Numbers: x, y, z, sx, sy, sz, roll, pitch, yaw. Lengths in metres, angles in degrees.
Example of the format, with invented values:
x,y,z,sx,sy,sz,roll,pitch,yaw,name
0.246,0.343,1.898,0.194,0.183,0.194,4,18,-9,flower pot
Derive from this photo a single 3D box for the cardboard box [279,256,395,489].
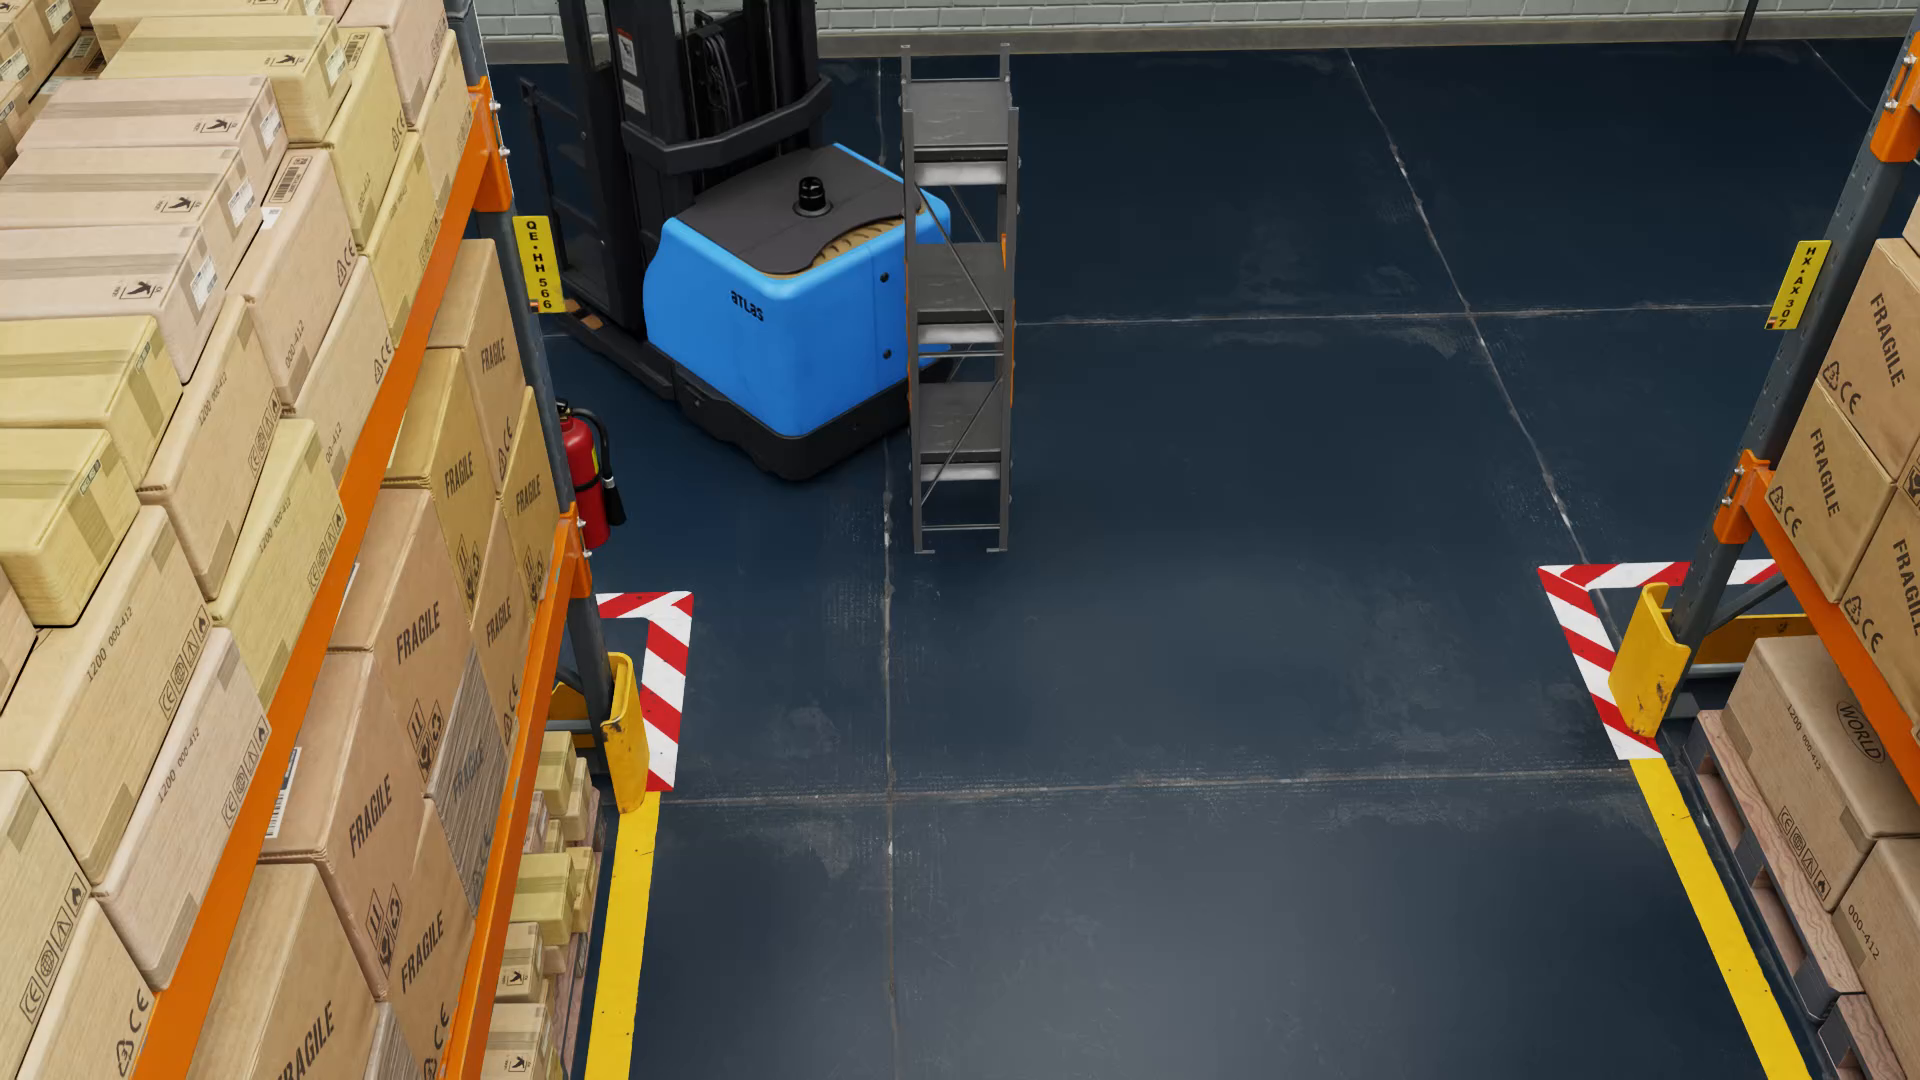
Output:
x,y,z,sx,sy,sz,roll,pitch,yaw,name
-1.449,-0.319,3.269,0.500,0.250,0.500,0,43,0,cardboard box

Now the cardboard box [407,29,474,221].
x,y,z,sx,sy,sz,roll,pitch,yaw,name
-1.486,-0.998,4.010,0.500,0.250,0.500,-2,43,-3,cardboard box

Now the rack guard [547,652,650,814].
x,y,z,sx,sy,sz,roll,pitch,yaw,name
-1.766,0.725,6.089,1.175,0.500,0.348,-2,43,-2,rack guard

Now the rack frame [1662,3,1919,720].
x,y,z,sx,sy,sz,roll,pitch,yaw,name
3.172,-0.458,5.529,1.000,3.000,0.127,-2,43,-2,rack frame

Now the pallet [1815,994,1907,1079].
x,y,z,sx,sy,sz,roll,pitch,yaw,name
3.333,1.929,4.989,1.003,0.211,1.213,-2,43,-2,pallet

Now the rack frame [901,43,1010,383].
x,y,z,sx,sy,sz,roll,pitch,yaw,name
-0.017,-1.051,6.842,0.400,2.100,0.015,-2,43,-2,rack frame

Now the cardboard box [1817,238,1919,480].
x,y,z,sx,sy,sz,roll,pitch,yaw,name
2.908,-0.531,4.795,0.500,0.500,0.500,-3,43,-3,cardboard box

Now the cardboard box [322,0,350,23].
x,y,z,sx,sy,sz,roll,pitch,yaw,name
-1.528,-1.245,3.614,0.380,0.149,0.250,-1,43,-1,cardboard box

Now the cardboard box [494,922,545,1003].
x,y,z,sx,sy,sz,roll,pitch,yaw,name
-1.455,1.299,4.972,0.380,0.149,0.250,-3,43,-4,cardboard box

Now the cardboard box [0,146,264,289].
x,y,z,sx,sy,sz,roll,pitch,yaw,name
-1.439,-0.548,2.854,0.380,0.149,0.250,-1,43,-1,cardboard box

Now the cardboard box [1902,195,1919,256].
x,y,z,sx,sy,sz,roll,pitch,yaw,name
2.910,-0.855,4.669,0.380,0.149,0.250,-1,43,-1,cardboard box

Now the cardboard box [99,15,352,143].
x,y,z,sx,sy,sz,roll,pitch,yaw,name
-1.418,-0.895,3.233,0.380,0.149,0.250,-1,43,-1,cardboard box

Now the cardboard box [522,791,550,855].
x,y,z,sx,sy,sz,roll,pitch,yaw,name
-1.540,0.951,5.352,0.380,0.149,0.250,-1,43,-1,cardboard box

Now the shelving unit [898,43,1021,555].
x,y,z,sx,sy,sz,roll,pitch,yaw,name
-0.007,-0.886,6.662,0.431,2.100,0.503,-2,43,-2,shelving unit

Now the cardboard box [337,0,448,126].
x,y,z,sx,sy,sz,roll,pitch,yaw,name
-1.496,-1.179,3.837,0.500,0.250,0.500,-3,43,-3,cardboard box

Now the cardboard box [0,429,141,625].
x,y,z,sx,sy,sz,roll,pitch,yaw,name
-1.378,-0.021,2.279,0.380,0.149,0.250,0,43,0,cardboard box

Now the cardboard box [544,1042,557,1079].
x,y,z,sx,sy,sz,roll,pitch,yaw,name
-1.403,1.587,4.878,0.380,0.149,0.250,-1,43,-1,cardboard box

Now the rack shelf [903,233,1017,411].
x,y,z,sx,sy,sz,roll,pitch,yaw,name
-0.007,-0.876,6.672,0.431,0.518,0.480,-2,43,-2,rack shelf

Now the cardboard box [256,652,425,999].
x,y,z,sx,sy,sz,roll,pitch,yaw,name
-1.423,0.589,3.353,0.500,0.500,0.500,-3,43,-3,cardboard box

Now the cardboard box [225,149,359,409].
x,y,z,sx,sy,sz,roll,pitch,yaw,name
-1.454,-0.487,3.083,0.500,0.250,0.500,-1,43,-1,cardboard box

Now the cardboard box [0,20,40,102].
x,y,z,sx,sy,sz,roll,pitch,yaw,name
-2.042,-0.882,3.218,0.380,0.149,0.250,-1,43,-1,cardboard box

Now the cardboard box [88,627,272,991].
x,y,z,sx,sy,sz,roll,pitch,yaw,name
-1.388,0.392,2.493,0.500,0.250,0.500,0,43,0,cardboard box

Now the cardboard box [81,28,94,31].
x,y,z,sx,sy,sz,roll,pitch,yaw,name
-2.010,-1.172,3.830,0.500,0.250,0.500,-1,43,-1,cardboard box

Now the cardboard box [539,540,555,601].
x,y,z,sx,sy,sz,roll,pitch,yaw,name
-1.473,0.057,5.154,0.380,0.149,0.250,-2,43,-2,cardboard box

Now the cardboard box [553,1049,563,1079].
x,y,z,sx,sy,sz,roll,pitch,yaw,name
-1.404,1.686,4.990,0.380,0.149,0.250,-3,43,-4,cardboard box

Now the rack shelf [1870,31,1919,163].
x,y,z,sx,sy,sz,roll,pitch,yaw,name
3.257,0.052,3.286,1.077,0.370,4.000,-2,43,-2,rack shelf

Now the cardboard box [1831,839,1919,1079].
x,y,z,sx,sy,sz,roll,pitch,yaw,name
3.347,1.392,5.097,0.875,0.438,0.875,-1,43,-1,cardboard box

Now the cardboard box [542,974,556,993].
x,y,z,sx,sy,sz,roll,pitch,yaw,name
-1.501,1.350,5.357,0.380,0.149,0.250,-2,43,-2,cardboard box

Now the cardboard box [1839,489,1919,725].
x,y,z,sx,sy,sz,roll,pitch,yaw,name
2.955,0.178,4.762,0.500,0.500,0.500,-2,43,-2,cardboard box

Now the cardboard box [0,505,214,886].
x,y,z,sx,sy,sz,roll,pitch,yaw,name
-1.404,0.210,2.322,0.500,0.250,0.500,-1,43,-1,cardboard box

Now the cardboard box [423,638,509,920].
x,y,z,sx,sy,sz,roll,pitch,yaw,name
-1.445,0.592,4.090,0.500,0.500,0.500,-2,43,-2,cardboard box

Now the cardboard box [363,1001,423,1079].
x,y,z,sx,sy,sz,roll,pitch,yaw,name
-1.382,1.290,3.329,0.500,0.500,0.500,-2,43,-3,cardboard box

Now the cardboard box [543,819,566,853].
x,y,z,sx,sy,sz,roll,pitch,yaw,name
-1.504,1.065,5.447,0.380,0.149,0.250,-3,43,-3,cardboard box

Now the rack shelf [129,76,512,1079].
x,y,z,sx,sy,sz,roll,pitch,yaw,name
-1.684,0.262,3.057,1.077,0.370,4.000,-2,43,-2,rack shelf

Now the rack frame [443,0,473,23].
x,y,z,sx,sy,sz,roll,pitch,yaw,name
-1.769,-2.459,3.273,1.000,3.000,0.127,-2,43,-2,rack frame

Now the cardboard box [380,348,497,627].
x,y,z,sx,sy,sz,roll,pitch,yaw,name
-1.480,-0.119,4.125,0.500,0.500,0.500,-3,43,-3,cardboard box

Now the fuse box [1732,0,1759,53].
x,y,z,sx,sy,sz,roll,pitch,yaw,name
5.014,-3.751,10.075,0.539,1.711,0.414,-2,43,-2,fuse box

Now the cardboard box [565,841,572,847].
x,y,z,sx,sy,sz,roll,pitch,yaw,name
-1.539,0.998,5.740,0.380,0.149,0.250,-1,43,-1,cardboard box

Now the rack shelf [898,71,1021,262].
x,y,z,sx,sy,sz,roll,pitch,yaw,name
-0.007,-1.392,6.199,0.431,0.518,0.480,-2,43,-2,rack shelf

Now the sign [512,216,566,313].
x,y,z,sx,sy,sz,roll,pitch,yaw,name
-1.214,-0.793,4.805,0.100,0.325,0.005,-2,43,-2,sign

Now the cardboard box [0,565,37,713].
x,y,z,sx,sy,sz,roll,pitch,yaw,name
-1.412,0.165,2.077,0.380,0.149,0.250,-3,43,-3,cardboard box

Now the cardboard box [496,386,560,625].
x,y,z,sx,sy,sz,roll,pitch,yaw,name
-1.493,-0.098,4.843,0.500,0.500,0.500,-1,43,-1,cardboard box

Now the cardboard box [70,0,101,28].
x,y,z,sx,sy,sz,roll,pitch,yaw,name
-1.990,-1.232,3.600,0.380,0.149,0.250,0,43,0,cardboard box

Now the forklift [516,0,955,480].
x,y,z,sx,sy,sz,roll,pitch,yaw,name
-1.409,-2.248,7.533,1.130,2.935,3.031,-33,52,-31,forklift
